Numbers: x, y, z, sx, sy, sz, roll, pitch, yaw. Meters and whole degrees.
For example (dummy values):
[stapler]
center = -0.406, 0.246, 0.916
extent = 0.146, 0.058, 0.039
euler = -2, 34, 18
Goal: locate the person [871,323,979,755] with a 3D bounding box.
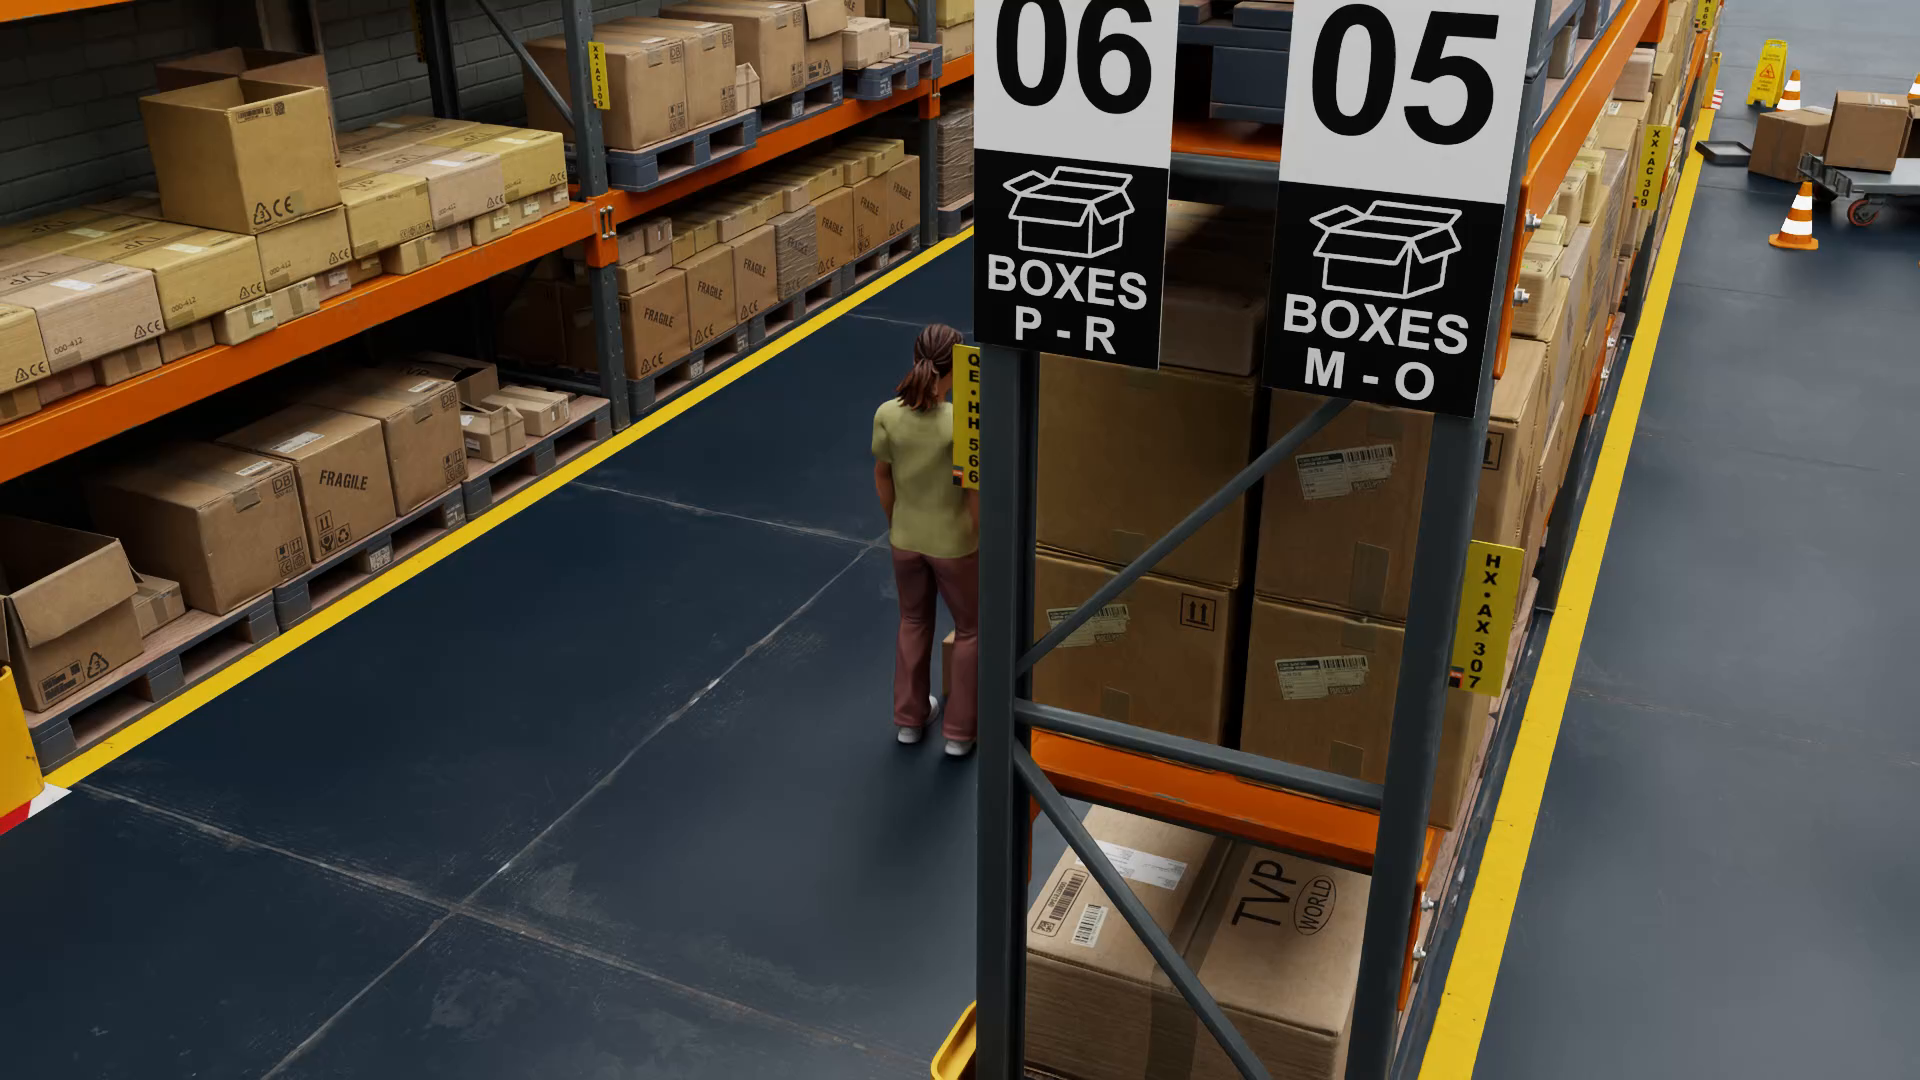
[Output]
[person]
center = -0.095, 0.015, 6.117
extent = 0.458, 1.659, 0.351
euler = 12, 29, 23
